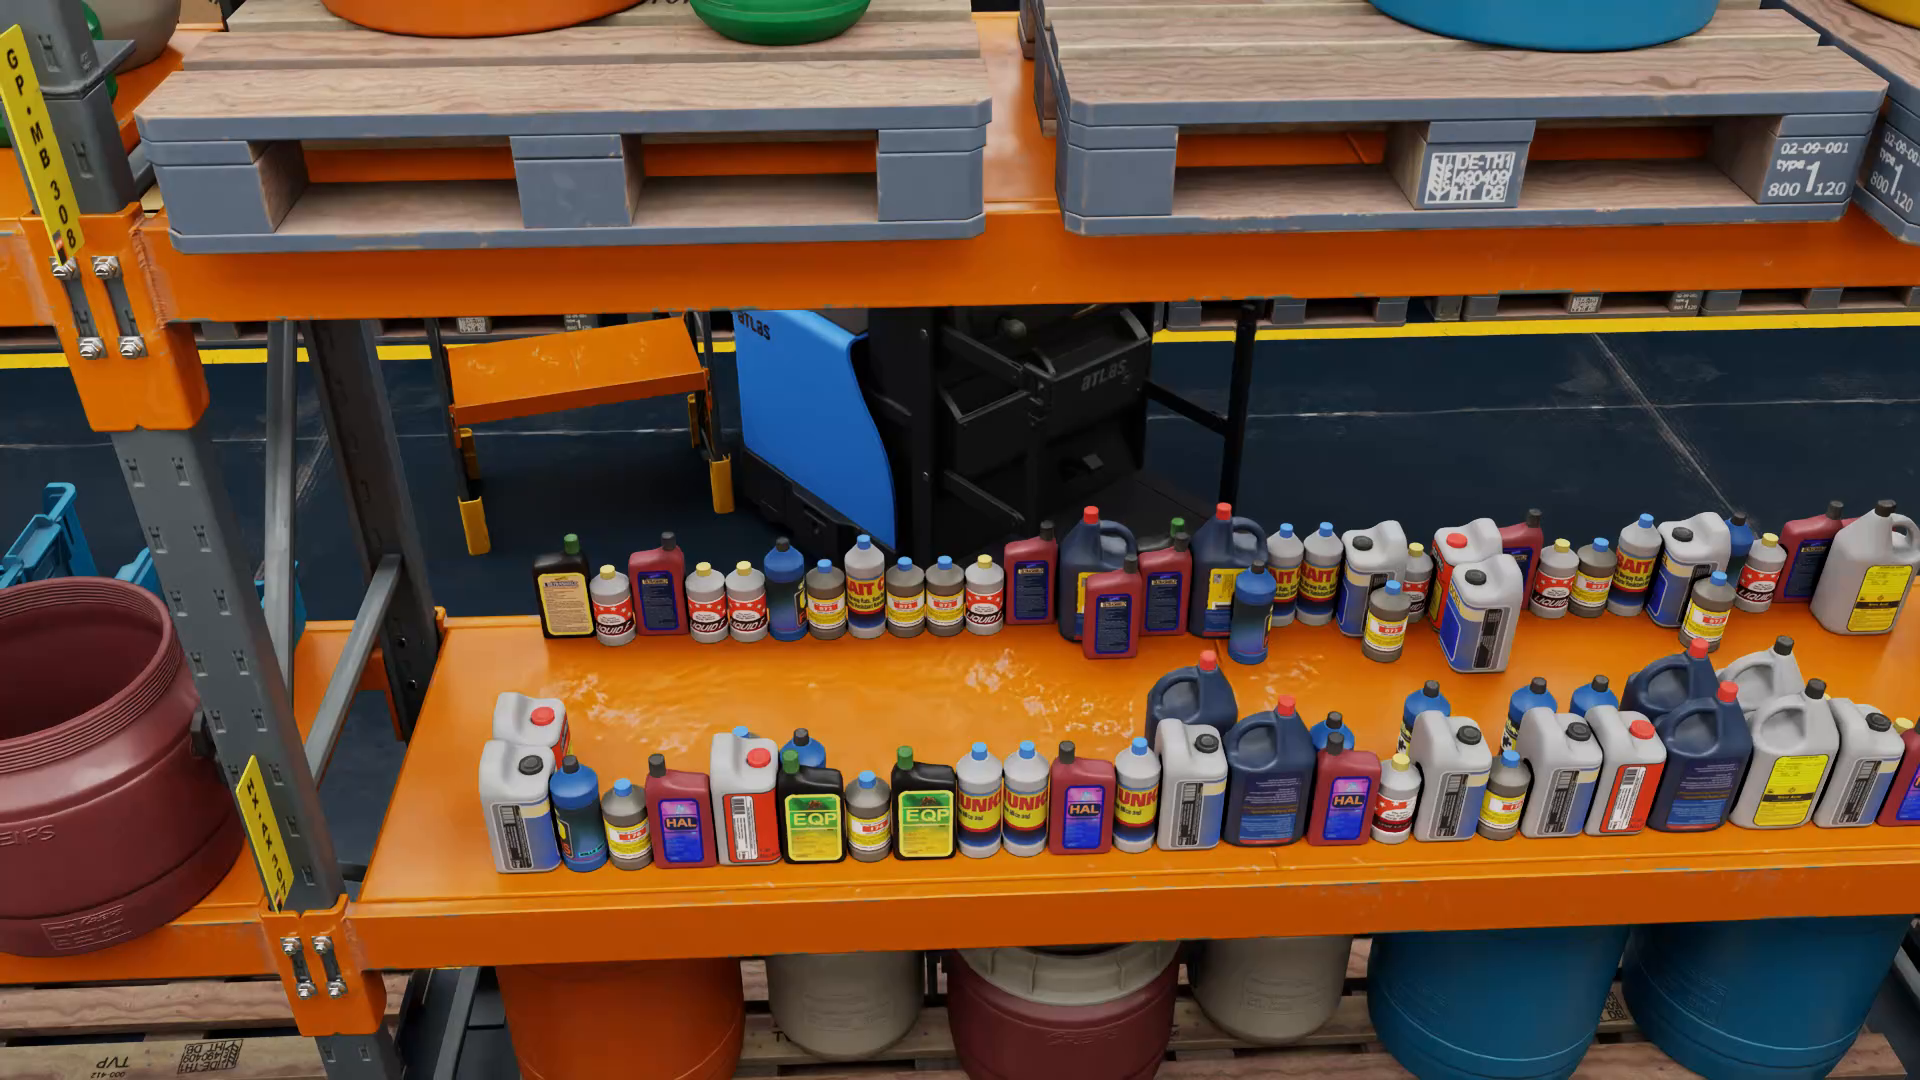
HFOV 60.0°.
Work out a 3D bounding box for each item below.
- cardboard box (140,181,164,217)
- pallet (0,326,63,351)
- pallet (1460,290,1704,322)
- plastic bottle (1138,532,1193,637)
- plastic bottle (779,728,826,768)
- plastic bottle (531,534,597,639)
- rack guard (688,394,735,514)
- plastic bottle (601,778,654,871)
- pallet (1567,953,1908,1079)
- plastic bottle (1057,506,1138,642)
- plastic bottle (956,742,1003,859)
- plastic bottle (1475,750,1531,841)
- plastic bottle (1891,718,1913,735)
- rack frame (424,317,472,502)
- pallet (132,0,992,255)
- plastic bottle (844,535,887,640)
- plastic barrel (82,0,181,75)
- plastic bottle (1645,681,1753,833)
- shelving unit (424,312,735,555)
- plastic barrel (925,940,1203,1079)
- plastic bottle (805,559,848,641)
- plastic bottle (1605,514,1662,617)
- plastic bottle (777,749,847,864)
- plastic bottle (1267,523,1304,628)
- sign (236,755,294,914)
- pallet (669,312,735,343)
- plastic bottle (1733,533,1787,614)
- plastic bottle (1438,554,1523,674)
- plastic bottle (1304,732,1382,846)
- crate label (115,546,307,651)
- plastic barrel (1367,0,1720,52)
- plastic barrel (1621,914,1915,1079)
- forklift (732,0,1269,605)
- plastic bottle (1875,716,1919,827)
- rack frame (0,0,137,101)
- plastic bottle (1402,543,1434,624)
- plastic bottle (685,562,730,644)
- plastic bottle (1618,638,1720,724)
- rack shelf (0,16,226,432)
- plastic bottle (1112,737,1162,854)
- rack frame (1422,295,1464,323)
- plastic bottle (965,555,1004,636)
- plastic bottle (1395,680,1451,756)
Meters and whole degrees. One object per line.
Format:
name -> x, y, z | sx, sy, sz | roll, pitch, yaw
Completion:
cardboard box -> -3.617, -1.575, 7.945 | 0.500, 0.311, 0.500 | -1, 35, -1
pallet -> -4.843, -1.286, 8.423 | 1.213, 0.211, 1.003 | -2, 35, -2
pallet -> 3.100, -1.478, 8.700 | 1.213, 0.211, 1.003 | -2, 35, -2
plastic bottle -> 0.495, 0.107, 4.062 | 0.133, 0.283, 0.061 | -2, 35, -2
plastic bottle -> -0.327, 0.507, 3.494 | 0.097, 0.271, 0.097 | 0, 35, 0
plastic bottle -> -0.967, 0.112, 4.055 | 0.133, 0.283, 0.061 | -2, 35, -2
rack guard -> -1.060, -0.374, 7.071 | 0.087, 0.250, 0.587 | -10, 36, -14
plastic bottle -> -0.689, 0.581, 3.450 | 0.097, 0.201, 0.097 | 0, 35, 0
pallet -> 1.872, 1.353, 4.610 | 1.213, 0.211, 1.003 | -2, 35, -2
plastic bottle -> 0.336, 0.072, 4.053 | 0.185, 0.351, 0.144 | -2, 35, -2
plastic bottle -> 0.040, 0.532, 3.458 | 0.097, 0.271, 0.097 | 0, 35, 0
plastic bottle -> 1.149, 0.531, 3.521 | 0.097, 0.201, 0.097 | 0, 35, 0
plastic bottle -> 2.016, 0.473, 3.605 | 0.097, 0.201, 0.097 | 0, 35, 0
rack frame -> -2.029, -0.716, 6.466 | 0.032, 1.500, 0.500 | -10, 36, -14
pallet -> -0.582, -0.804, 2.806 | 1.213, 0.211, 1.003 | -2, 35, -2
plastic bottle -> -0.231, 0.107, 4.073 | 0.097, 0.271, 0.097 | 0, 35, 0
plastic barrel -> -1.676, -1.128, 3.010 | 0.421, 0.512, 0.421 | 0, 35, 0
plastic bottle -> 1.557, 0.445, 3.514 | 0.185, 0.351, 0.144 | -2, 35, -2
shelving unit -> -1.535, -0.804, 6.593 | 1.083, 1.500, 0.587 | -10, 36, -14
plastic barrel -> 0.265, 1.083, 4.300 | 0.708, 0.588, 0.600 | -2, 35, -2
plastic bottle -> -0.329, 0.138, 4.089 | 0.097, 0.201, 0.097 | 0, 35, 0
plastic bottle -> 1.682, 0.055, 4.147 | 0.097, 0.271, 0.097 | 0, 35, 0
plastic bottle -> -0.305, 0.547, 3.426 | 0.133, 0.283, 0.061 | -2, 35, -2
plastic bottle -> 0.793, 0.079, 4.112 | 0.097, 0.271, 0.097 | 0, 35, 0
sign -> -1.318, 0.562, 3.158 | 0.005, 0.325, 0.100 | -2, 35, -2
pallet -> -0.834, -1.351, 8.516 | 1.213, 0.211, 1.003 | -2, 35, -2
plastic bottle -> 2.010, 0.075, 4.180 | 0.097, 0.201, 0.097 | 0, 35, 0
plastic bottle -> 1.246, 0.168, 3.981 | 0.135, 0.276, 0.152 | -2, 35, -2
plastic bottle -> 0.803, 0.517, 3.470 | 0.133, 0.283, 0.061 | -2, 35, -2
crate label -> -1.789, 0.184, 3.995 | 0.416, 0.233, 0.303 | -2, 35, -2
plastic barrel -> 0.947, -1.270, 2.504 | 0.708, 0.901, 0.600 | -2, 35, -2
plastic barrel -> 2.100, 0.904, 4.282 | 0.708, 0.901, 0.600 | -2, 35, -2
forklift -> 0.443, -0.906, 5.483 | 1.130, 2.935, 3.031 | -26, 42, -32
plastic bottle -> 2.037, 0.484, 3.518 | 0.133, 0.283, 0.061 | -2, 35, -2
rack frame -> -1.351, -2.150, 1.949 | 0.127, 3.000, 1.000 | -2, 35, -2
plastic bottle -> 1.122, 0.099, 4.145 | 0.097, 0.201, 0.097 | 0, 35, 0
plastic bottle -> -0.620, 0.146, 4.077 | 0.097, 0.201, 0.097 | 0, 35, 0
plastic bottle -> 1.550, 0.363, 3.633 | 0.185, 0.351, 0.144 | -2, 35, -2
rack shelf -> -3.349, -0.567, 2.929 | 4.000, 0.370, 1.077 | -2, 35, -2
plastic bottle -> 0.367, 0.523, 3.471 | 0.097, 0.271, 0.097 | 0, 35, 0
rack frame -> 2.414, -2.607, 7.880 | 0.127, 3.000, 1.000 | -2, 35, -2
plastic bottle -> 0.060, 0.128, 4.104 | 0.097, 0.201, 0.097 | 0, 35, 0
plastic bottle -> 1.007, 0.419, 3.621 | 0.097, 0.271, 0.097 | 0, 35, 0
